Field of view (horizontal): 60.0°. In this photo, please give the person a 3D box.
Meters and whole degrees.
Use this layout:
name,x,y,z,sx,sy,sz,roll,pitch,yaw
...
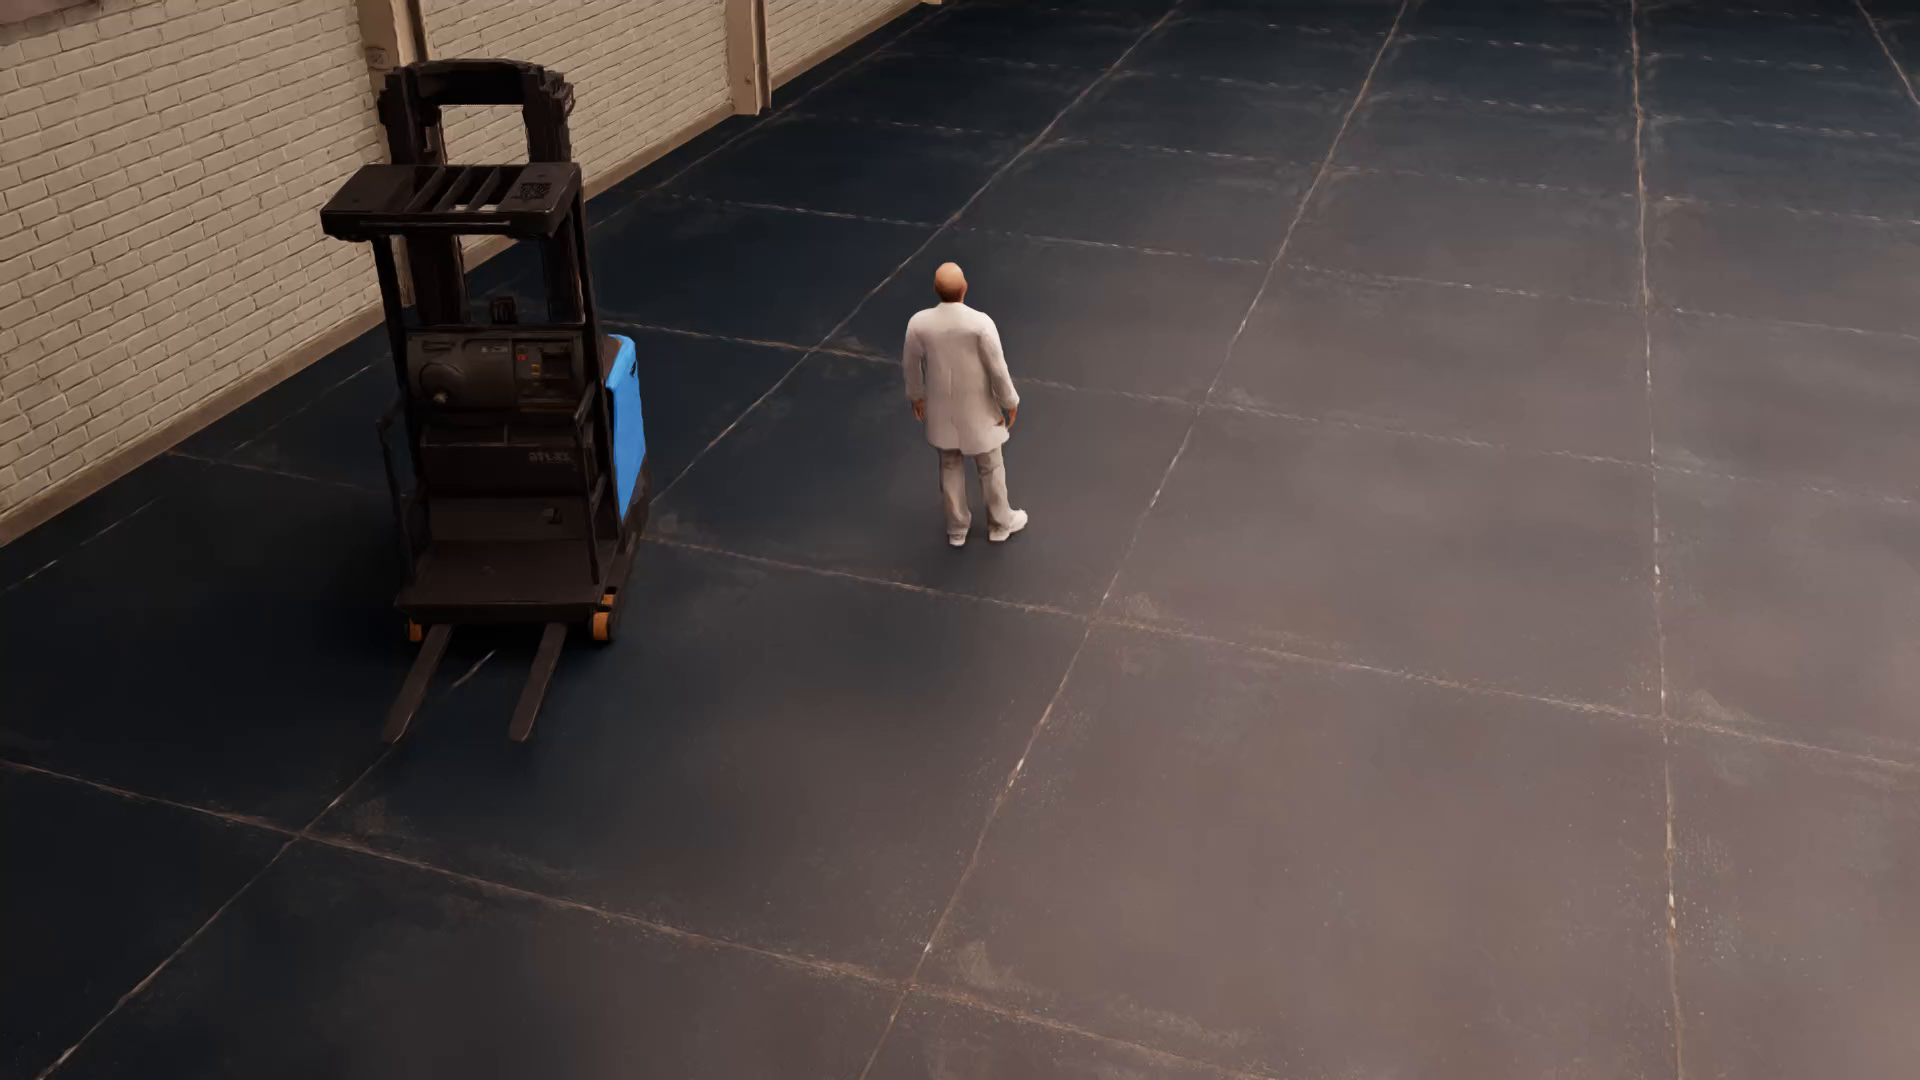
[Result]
name,x,y,z,sx,sy,sz,roll,pitch,yaw
person,0.034,-0.820,9.726,0.694,1.776,0.579,10,31,16

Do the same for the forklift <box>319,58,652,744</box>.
name,x,y,z,sx,sy,sz,roll,pitch,yaw
forklift,-2.459,-0.863,8.650,1.130,2.935,3.031,-1,30,-1
